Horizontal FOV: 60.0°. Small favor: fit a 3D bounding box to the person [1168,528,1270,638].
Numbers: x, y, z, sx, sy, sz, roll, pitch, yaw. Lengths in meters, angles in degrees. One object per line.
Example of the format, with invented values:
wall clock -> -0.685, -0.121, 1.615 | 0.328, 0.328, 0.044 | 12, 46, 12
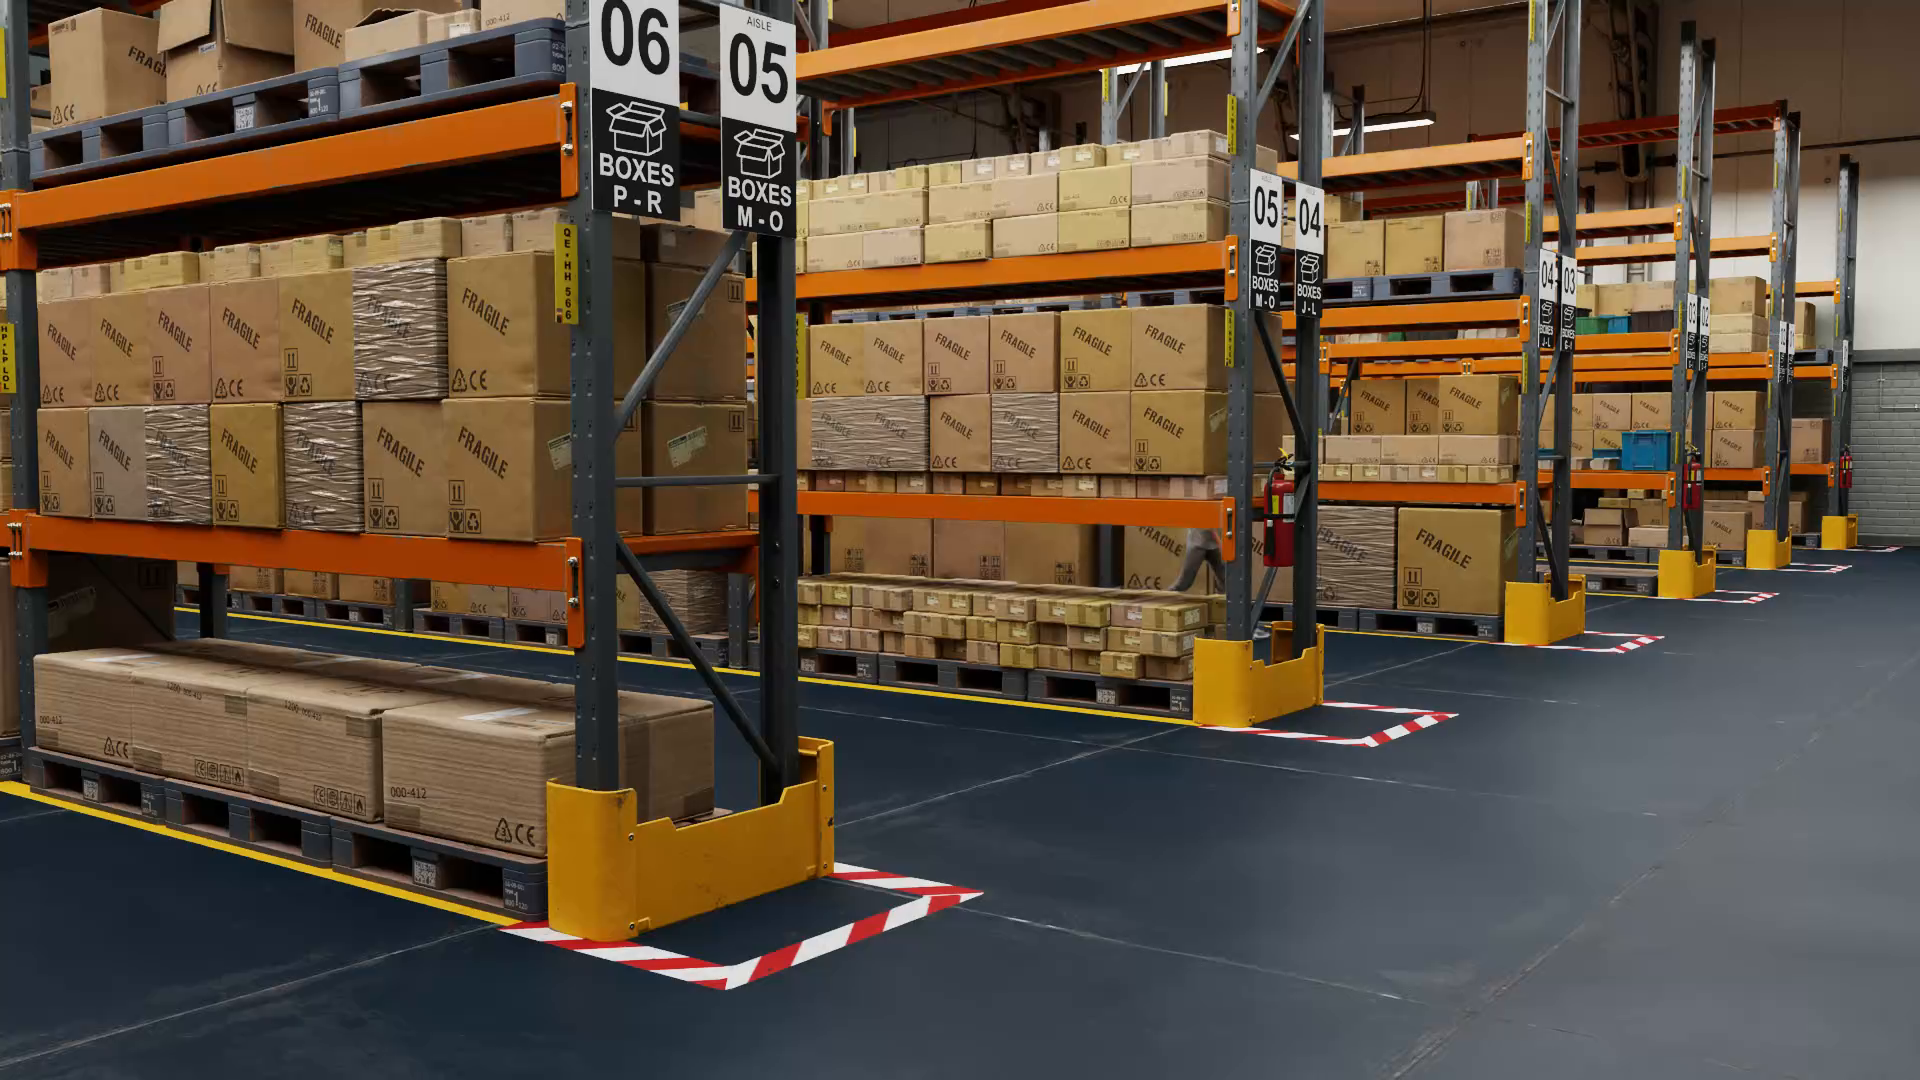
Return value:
person -> 2.078, 0.039, 13.752 | 0.984, 1.523, 0.431 | 2, 4, 33
